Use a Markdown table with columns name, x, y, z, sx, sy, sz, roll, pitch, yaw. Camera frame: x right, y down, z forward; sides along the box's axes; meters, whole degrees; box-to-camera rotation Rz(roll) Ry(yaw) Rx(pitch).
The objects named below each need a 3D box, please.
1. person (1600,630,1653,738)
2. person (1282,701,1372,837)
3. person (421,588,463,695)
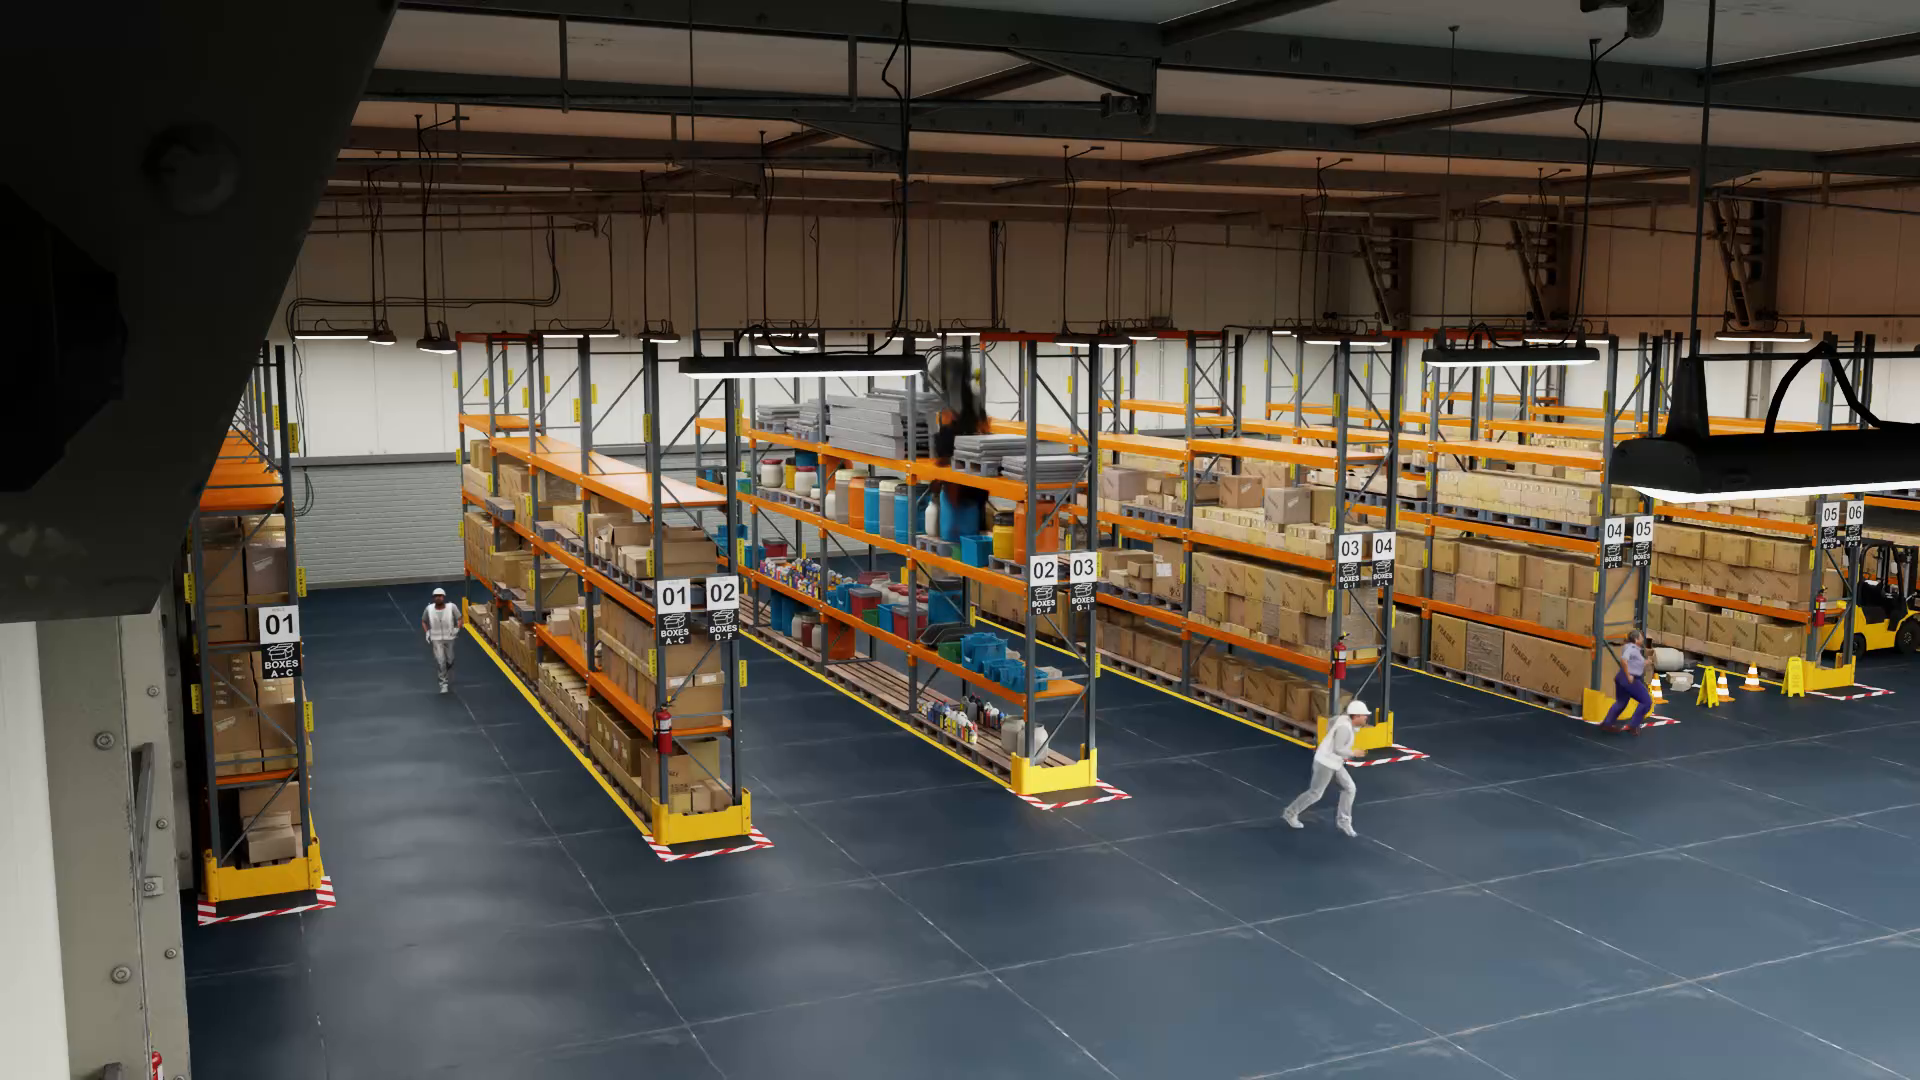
| name | x | y | z | sx | sy | sz | roll | pitch | yaw |
| --- | --- | --- | --- | --- | --- | --- | --- | --- | --- |
| person | 10.099 | 2.180 | 25.070 | 0.723 | 1.673 | 0.626 | 0 | 8 | 3 |
| person | 4.490 | 2.793 | 20.371 | 1.034 | 1.729 | 0.701 | 2 | 8 | 16 |
| person | -8.752 | 1.684 | 28.144 | 0.674 | 1.766 | 0.741 | -2 | 8 | -18 |
